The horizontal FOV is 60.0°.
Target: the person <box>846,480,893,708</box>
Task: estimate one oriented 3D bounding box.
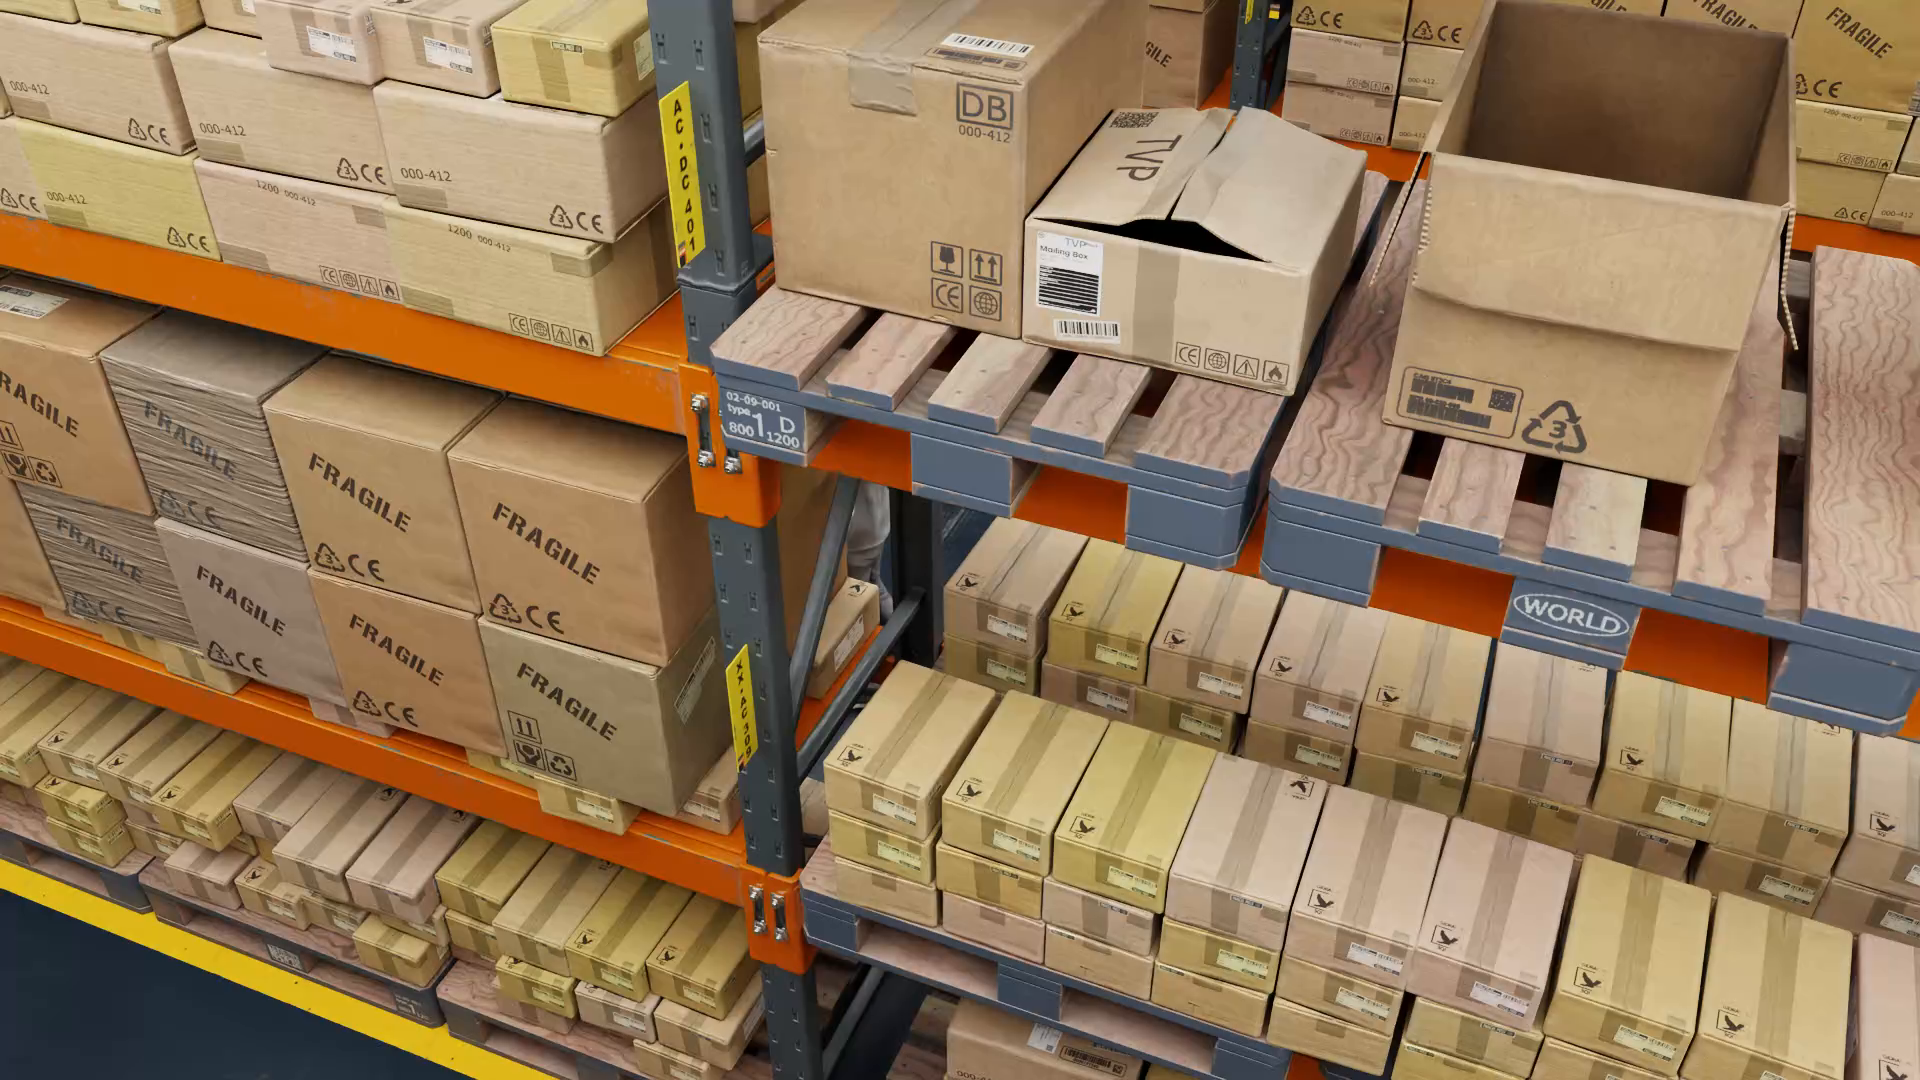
[{"bbox_3d":[-0.393,-0.032,6.201,0.313,1.598,0.404,10,39,12],"label":"person"}]
